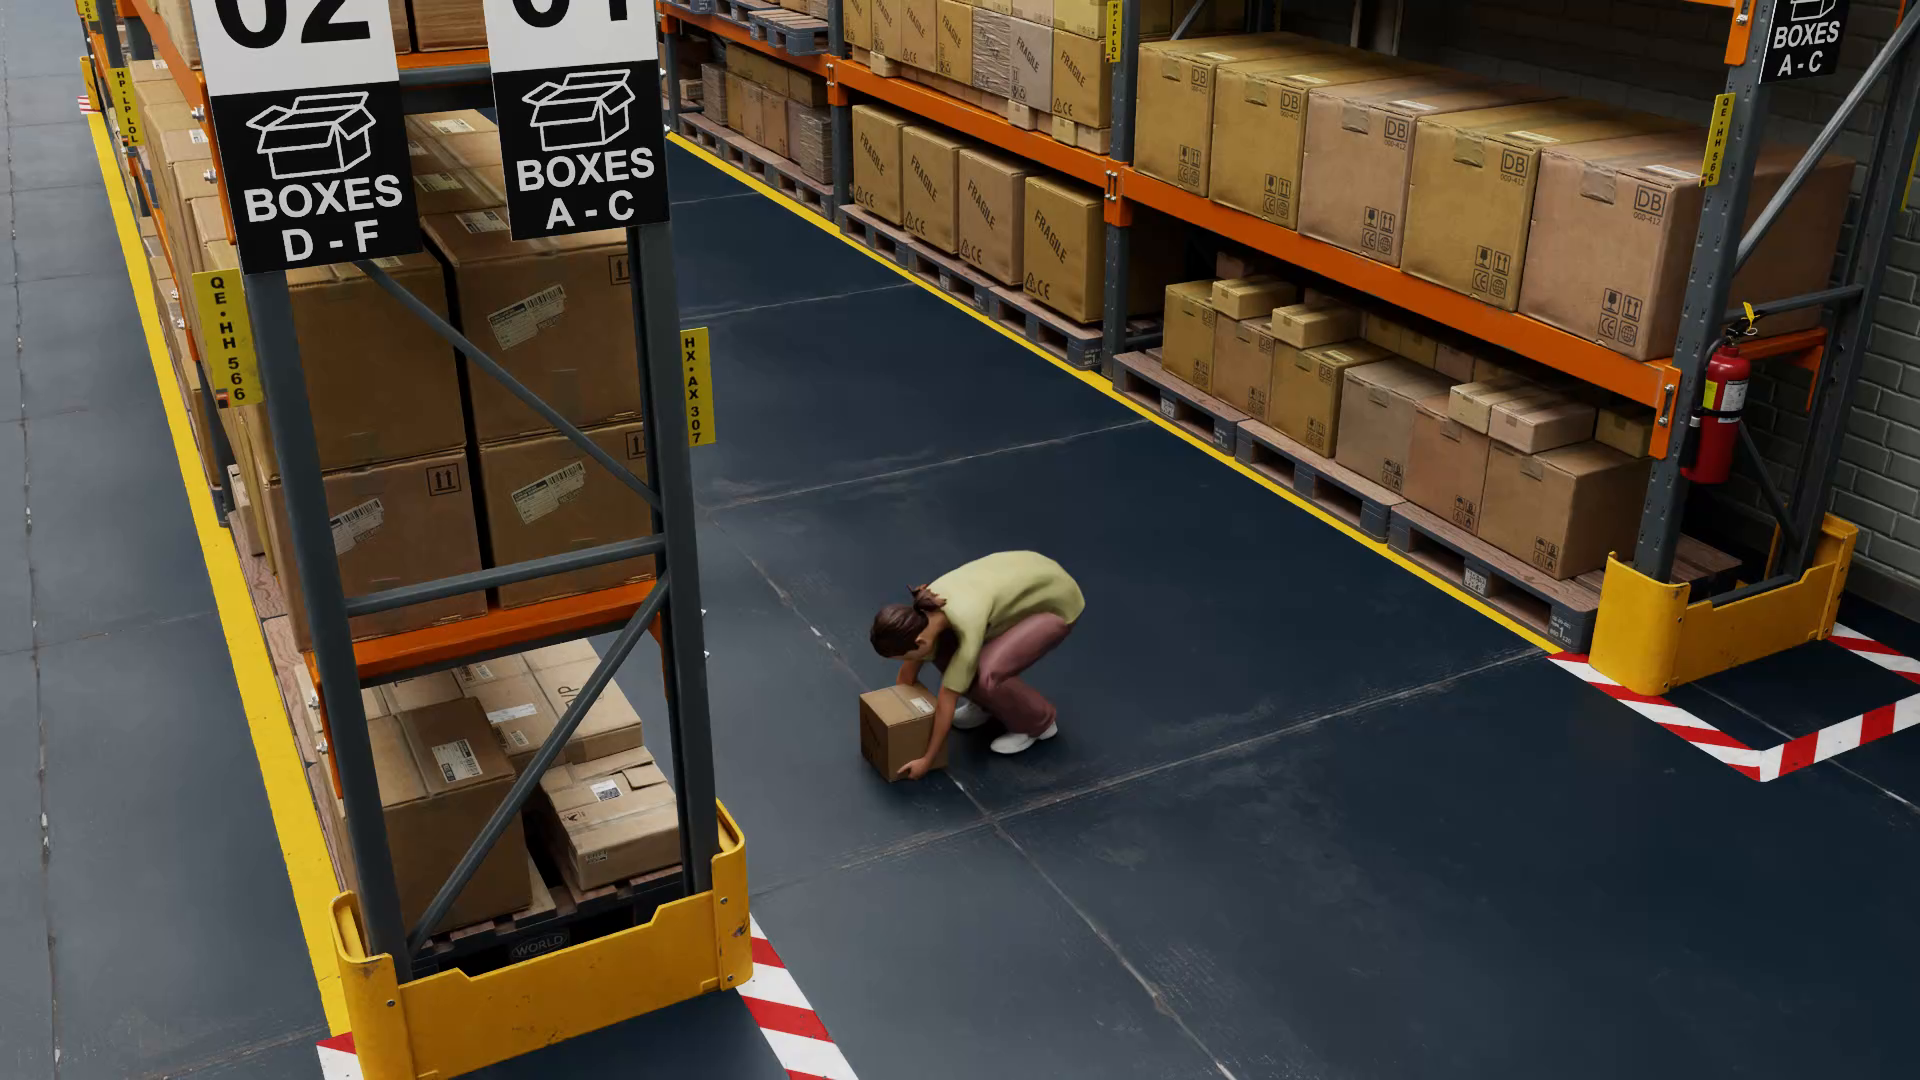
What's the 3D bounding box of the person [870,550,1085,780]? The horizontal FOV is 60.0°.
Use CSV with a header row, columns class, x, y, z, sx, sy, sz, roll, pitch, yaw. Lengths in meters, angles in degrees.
class,x,y,z,sx,sy,sz,roll,pitch,yaw
person,0.061,0.446,6.281,0.867,0.754,0.455,-14,29,-26
